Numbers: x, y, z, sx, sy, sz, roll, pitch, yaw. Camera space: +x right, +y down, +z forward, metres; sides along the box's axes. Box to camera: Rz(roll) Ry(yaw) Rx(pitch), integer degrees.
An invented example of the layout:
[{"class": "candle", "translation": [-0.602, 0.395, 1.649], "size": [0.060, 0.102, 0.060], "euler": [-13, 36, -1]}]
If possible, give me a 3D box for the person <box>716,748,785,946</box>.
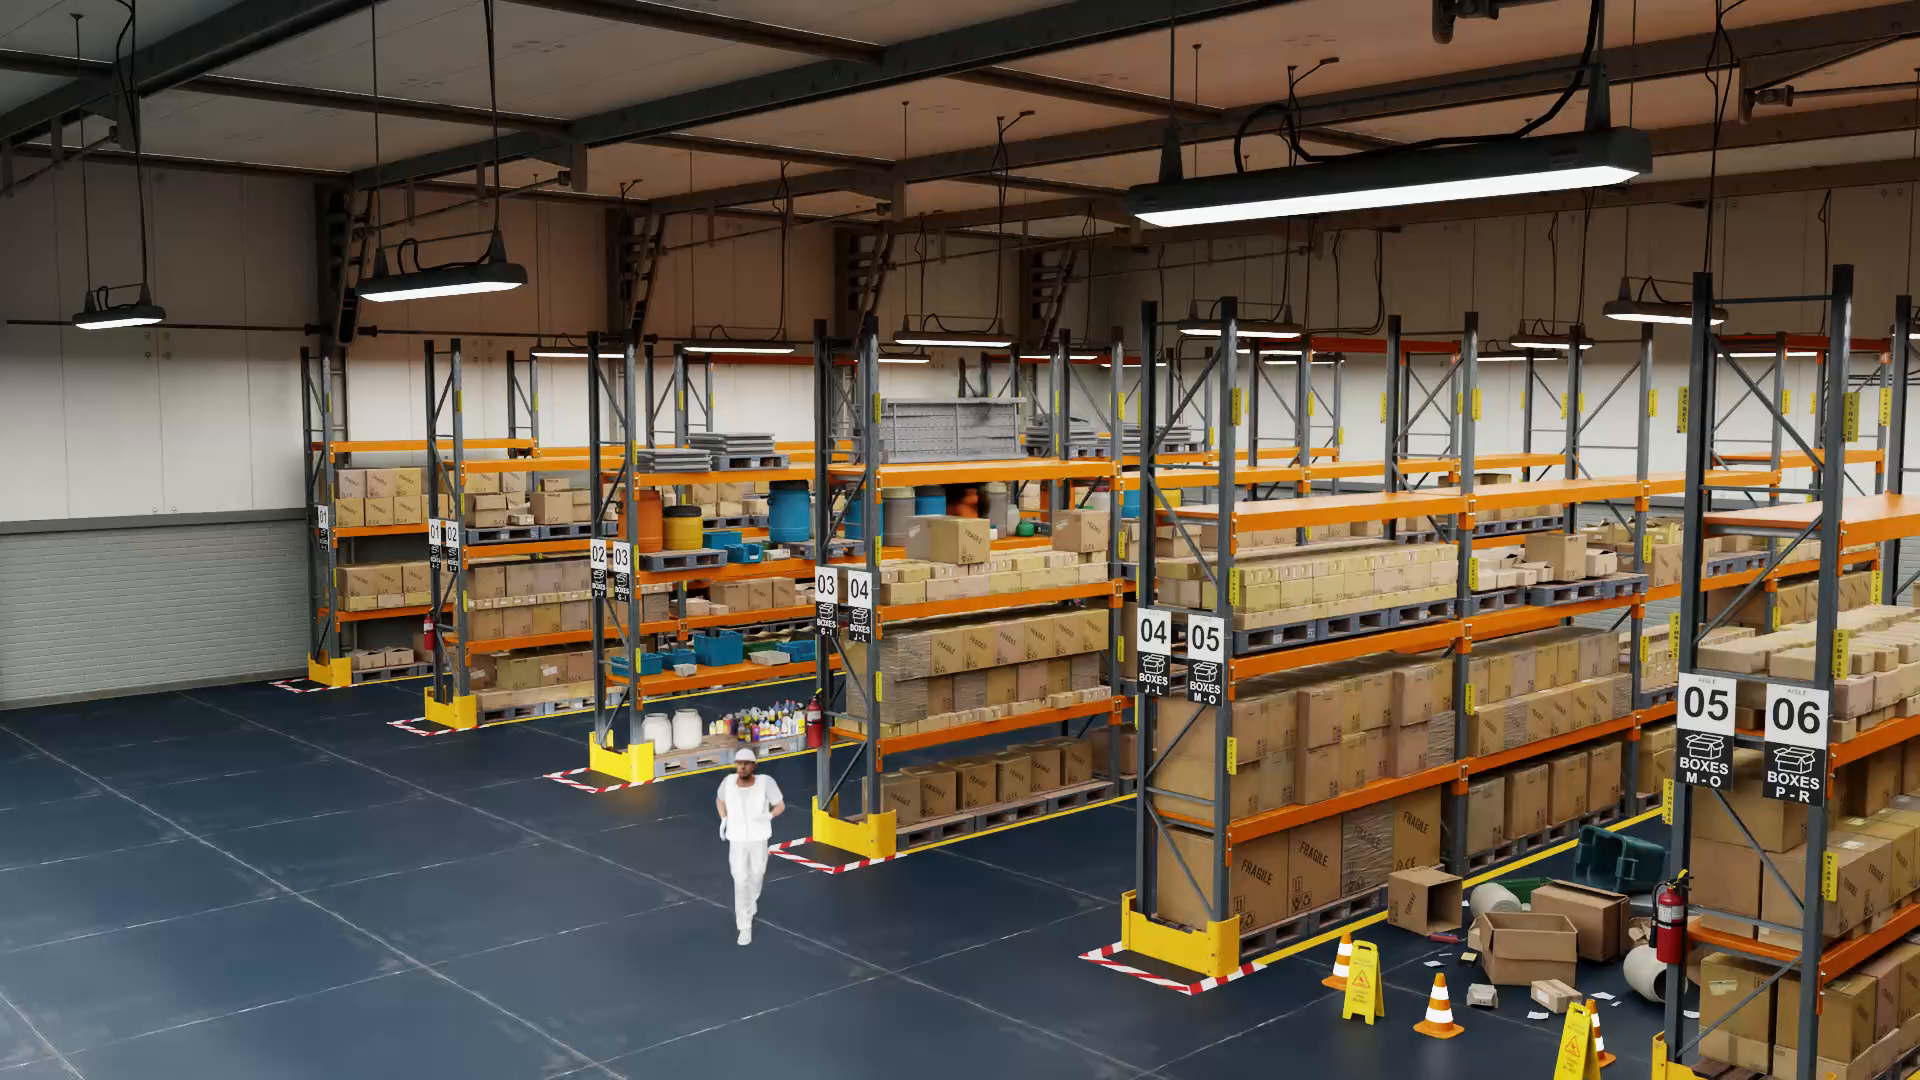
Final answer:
[{"class": "person", "translation": [-2.008, 2.872, 15.936], "size": [0.666, 1.795, 0.924], "euler": [0, 5, -5]}]
